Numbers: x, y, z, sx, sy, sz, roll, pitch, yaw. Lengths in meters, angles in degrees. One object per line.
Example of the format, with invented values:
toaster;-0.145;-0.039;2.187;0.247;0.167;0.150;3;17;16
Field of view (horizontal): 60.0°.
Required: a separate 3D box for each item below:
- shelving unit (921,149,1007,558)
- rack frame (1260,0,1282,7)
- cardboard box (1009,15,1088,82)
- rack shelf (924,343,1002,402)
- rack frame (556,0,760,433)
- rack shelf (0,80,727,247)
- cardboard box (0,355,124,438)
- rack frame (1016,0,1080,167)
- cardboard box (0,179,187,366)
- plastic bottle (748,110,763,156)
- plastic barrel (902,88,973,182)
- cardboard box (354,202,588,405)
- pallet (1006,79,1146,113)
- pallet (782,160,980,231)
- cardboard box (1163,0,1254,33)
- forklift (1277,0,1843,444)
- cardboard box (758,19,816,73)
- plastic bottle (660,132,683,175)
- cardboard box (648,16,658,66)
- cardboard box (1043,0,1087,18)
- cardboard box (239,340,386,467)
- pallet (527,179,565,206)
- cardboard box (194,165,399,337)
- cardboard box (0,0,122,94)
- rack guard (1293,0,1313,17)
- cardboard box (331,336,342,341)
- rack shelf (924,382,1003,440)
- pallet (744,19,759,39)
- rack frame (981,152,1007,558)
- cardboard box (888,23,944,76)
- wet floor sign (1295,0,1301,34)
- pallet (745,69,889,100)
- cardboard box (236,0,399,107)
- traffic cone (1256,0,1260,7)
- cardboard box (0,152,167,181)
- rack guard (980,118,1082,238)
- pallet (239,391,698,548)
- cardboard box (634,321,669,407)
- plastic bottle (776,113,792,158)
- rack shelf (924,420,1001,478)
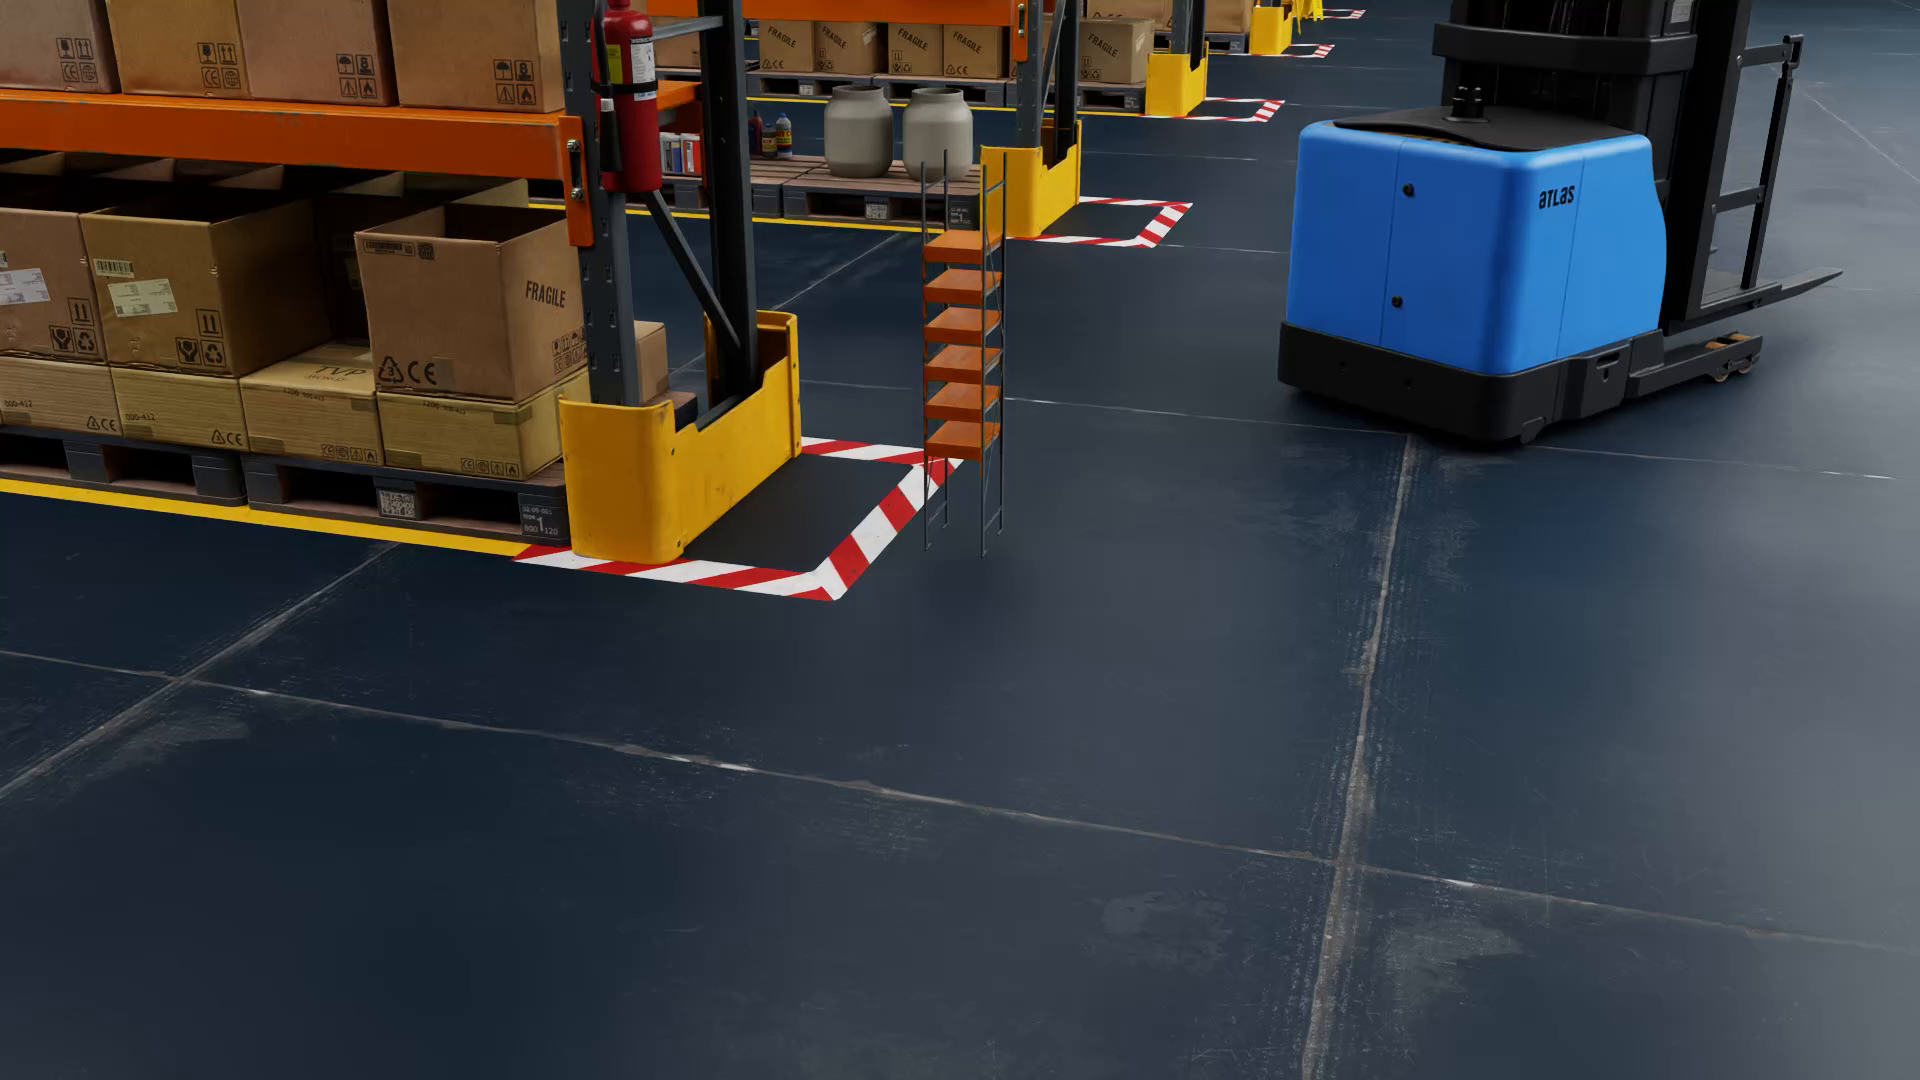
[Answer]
shelving unit;0.014;-0.554;5.038;0.189;1.200;0.258;7;23;16
rack frame;3.478;-6.928;18.207;0.127;3.000;1.000;7;23;16
cardboard box;0.773;-4.302;14.547;0.500;0.500;0.500;13;26;29
rack shelf;0.014;-0.512;5.055;0.180;0.103;0.258;7;23;16
rack frame;-0.917;-1.538;5.067;0.127;3.000;1.000;7;23;16
rack shelf;-2.832;-1.425;5.738;4.000;0.370;1.077;7;23;16
cardboard box;-2.955;-0.572;5.781;0.500;0.250;0.500;7;23;16
rack frame;0.517;-3.337;9.454;0.127;3.000;1.000;7;23;16
cardboard box;-2.956;-0.917;5.636;0.500;0.500;0.500;7;23;16
plastic bottle;-1.340;-2.628;10.723;0.133;0.283;0.061;7;23;16
plastic barrel;-0.135;-2.425;9.954;0.421;0.512;0.421;0;22;0
cardboard box;-1.516;-0.758;5.247;0.500;0.500;0.500;7;23;16
pallet;1.108;-3.957;14.639;1.213;0.211;1.003;7;23;16
pallet;-0.345;-2.130;10.183;1.213;0.211;1.003;7;23;16
cardboard box;2.809;-6.190;18.653;0.875;0.875;0.875;7;23;16
forklift;2.731;-2.144;6.634;3.031;2.935;1.130;-17;28;-36
cardboard box;-1.510;-4.555;15.162;0.500;0.500;0.500;6;23;14
plastic bottle;-1.734;-2.376;10.118;0.135;0.276;0.152;6;23;14
cardboard box;-2.914;-4.757;15.628;0.500;0.500;0.700;6;23;15
cardboard box;1.094;-6.386;19.132;0.875;0.875;0.875;7;23;16
cardboard box;-1.998;-0.462;5.514;0.500;0.250;0.500;7;23;16
pallet;-2.681;-2.397;10.835;1.213;0.211;1.003;7;23;16
cardboard box;-2.328;-1.051;5.962;0.500;0.500;0.500;7;23;16
cardboard box;-2.843;-1.809;5.596;0.500;0.500;0.700;7;23;17
rack guard;4.738;-7.589;23.113;0.348;0.500;1.175;7;23;16
cardboard box;-2.324;-0.708;6.114;0.500;0.250;0.500;7;23;16
rack shelf;0.014;-0.401;5.101;0.180;0.103;0.258;7;23;16
pallet;-2.284;-6.267;20.269;1.213;0.211;1.003;7;23;16
rack frame;0.101;-0.544;5.014;0.006;1.200;0.240;7;23;16
cardboard box;-0.342;-4.455;14.919;0.500;0.500;0.500;4;23;11
wet floor sign;4.077;-6.555;20.400;0.232;0.644;0.267;3;22;6
pallet;-1.228;-4.225;15.291;1.213;0.211;1.003;7;23;16
cardboard box;-1.864;-1.696;5.320;0.500;0.500;0.700;7;23;17
traffic cone;4.026;-7.142;22.072;0.334;0.463;0.336;7;23;16
cardboard box;-3.284;-1.162;6.231;0.500;0.500;0.500;7;23;16
rack guard;0.431;-2.172;9.907;0.348;0.500;1.175;7;23;16
pallet;-1.661;-0.317;5.764;1.213;0.211;1.003;7;23;16
cardboard box;-1.366;-0.600;5.850;0.500;0.250;0.500;7;23;16
plastic bottle;-1.128;-2.591;10.649;0.097;0.271;0.097;0;22;0
rack shelf;0.014;-0.290;5.146;0.180;0.103;0.258;7;23;16
